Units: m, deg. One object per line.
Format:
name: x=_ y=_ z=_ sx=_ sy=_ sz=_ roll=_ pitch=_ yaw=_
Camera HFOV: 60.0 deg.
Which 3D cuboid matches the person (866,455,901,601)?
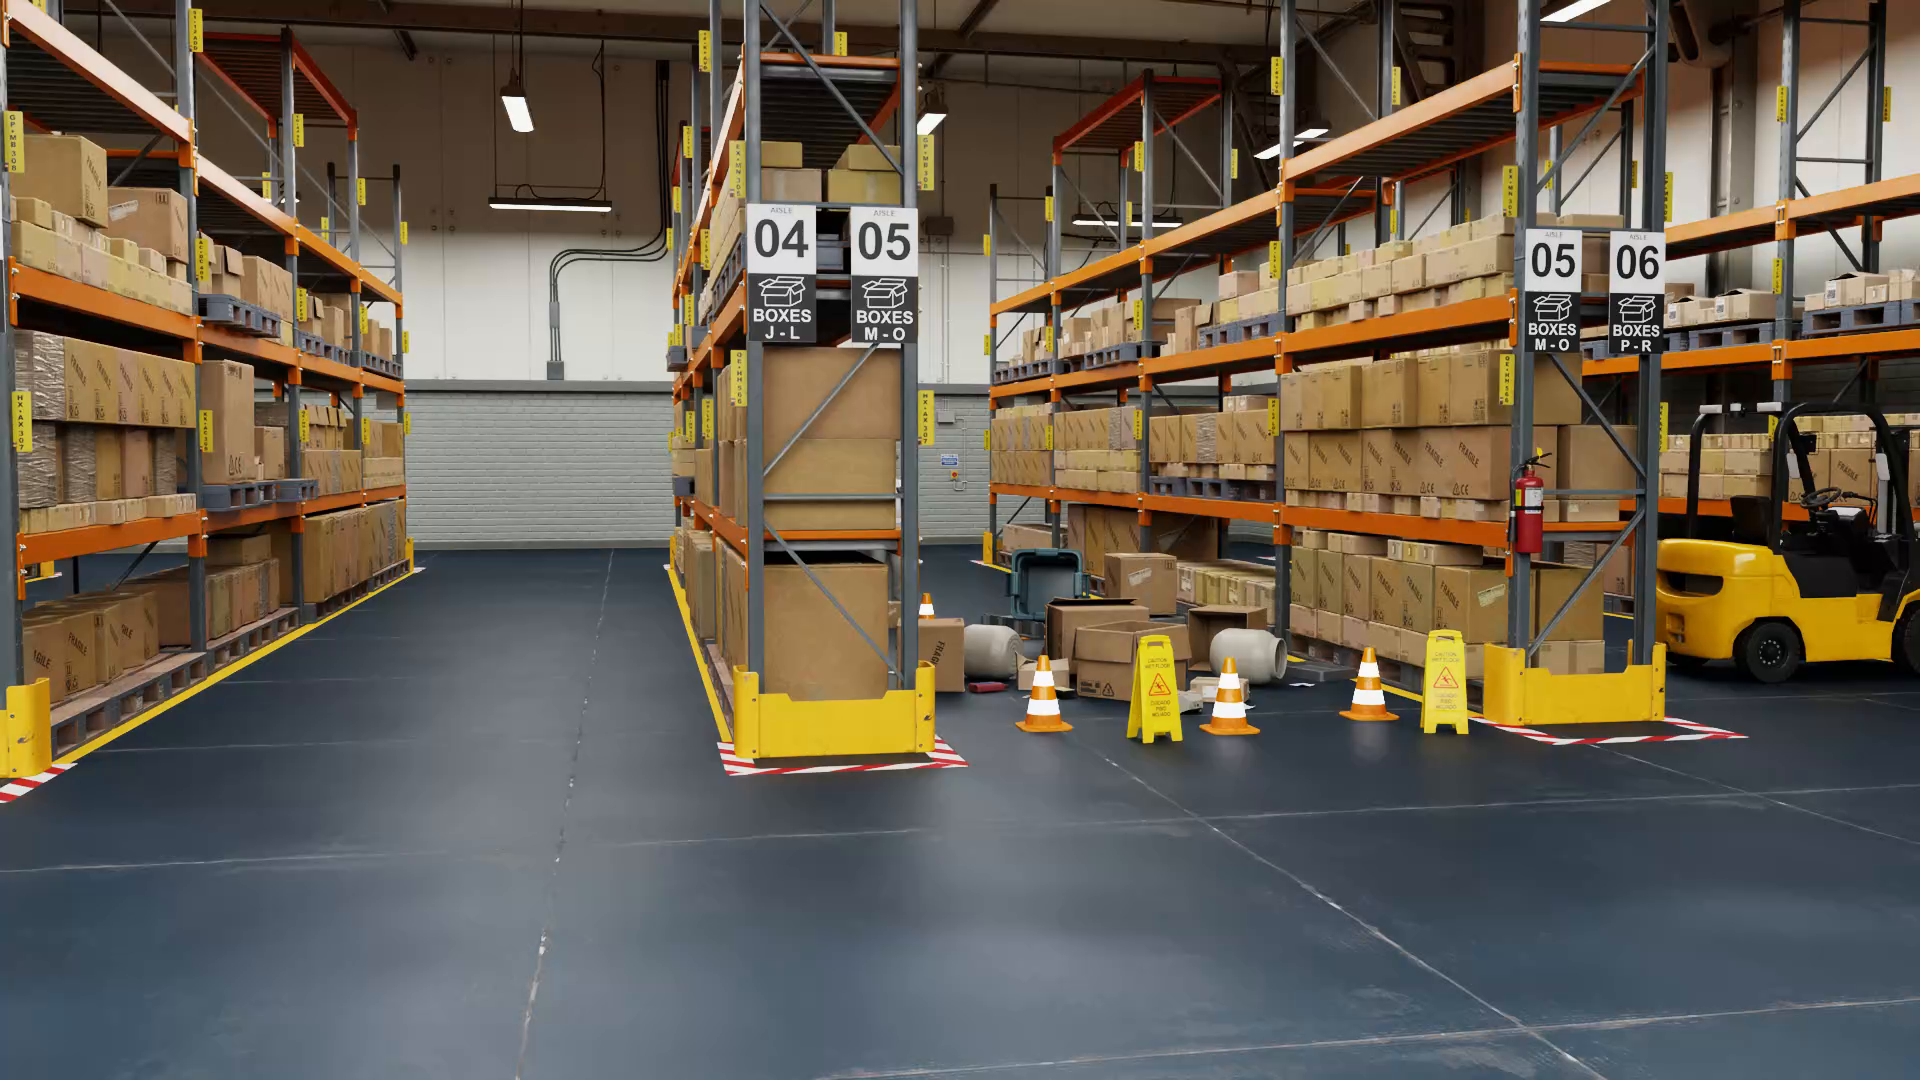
person: x=-0.751 y=-0.020 z=17.353 sx=0.527 sy=1.761 sz=0.392 roll=-1 pitch=3 yaw=-10
